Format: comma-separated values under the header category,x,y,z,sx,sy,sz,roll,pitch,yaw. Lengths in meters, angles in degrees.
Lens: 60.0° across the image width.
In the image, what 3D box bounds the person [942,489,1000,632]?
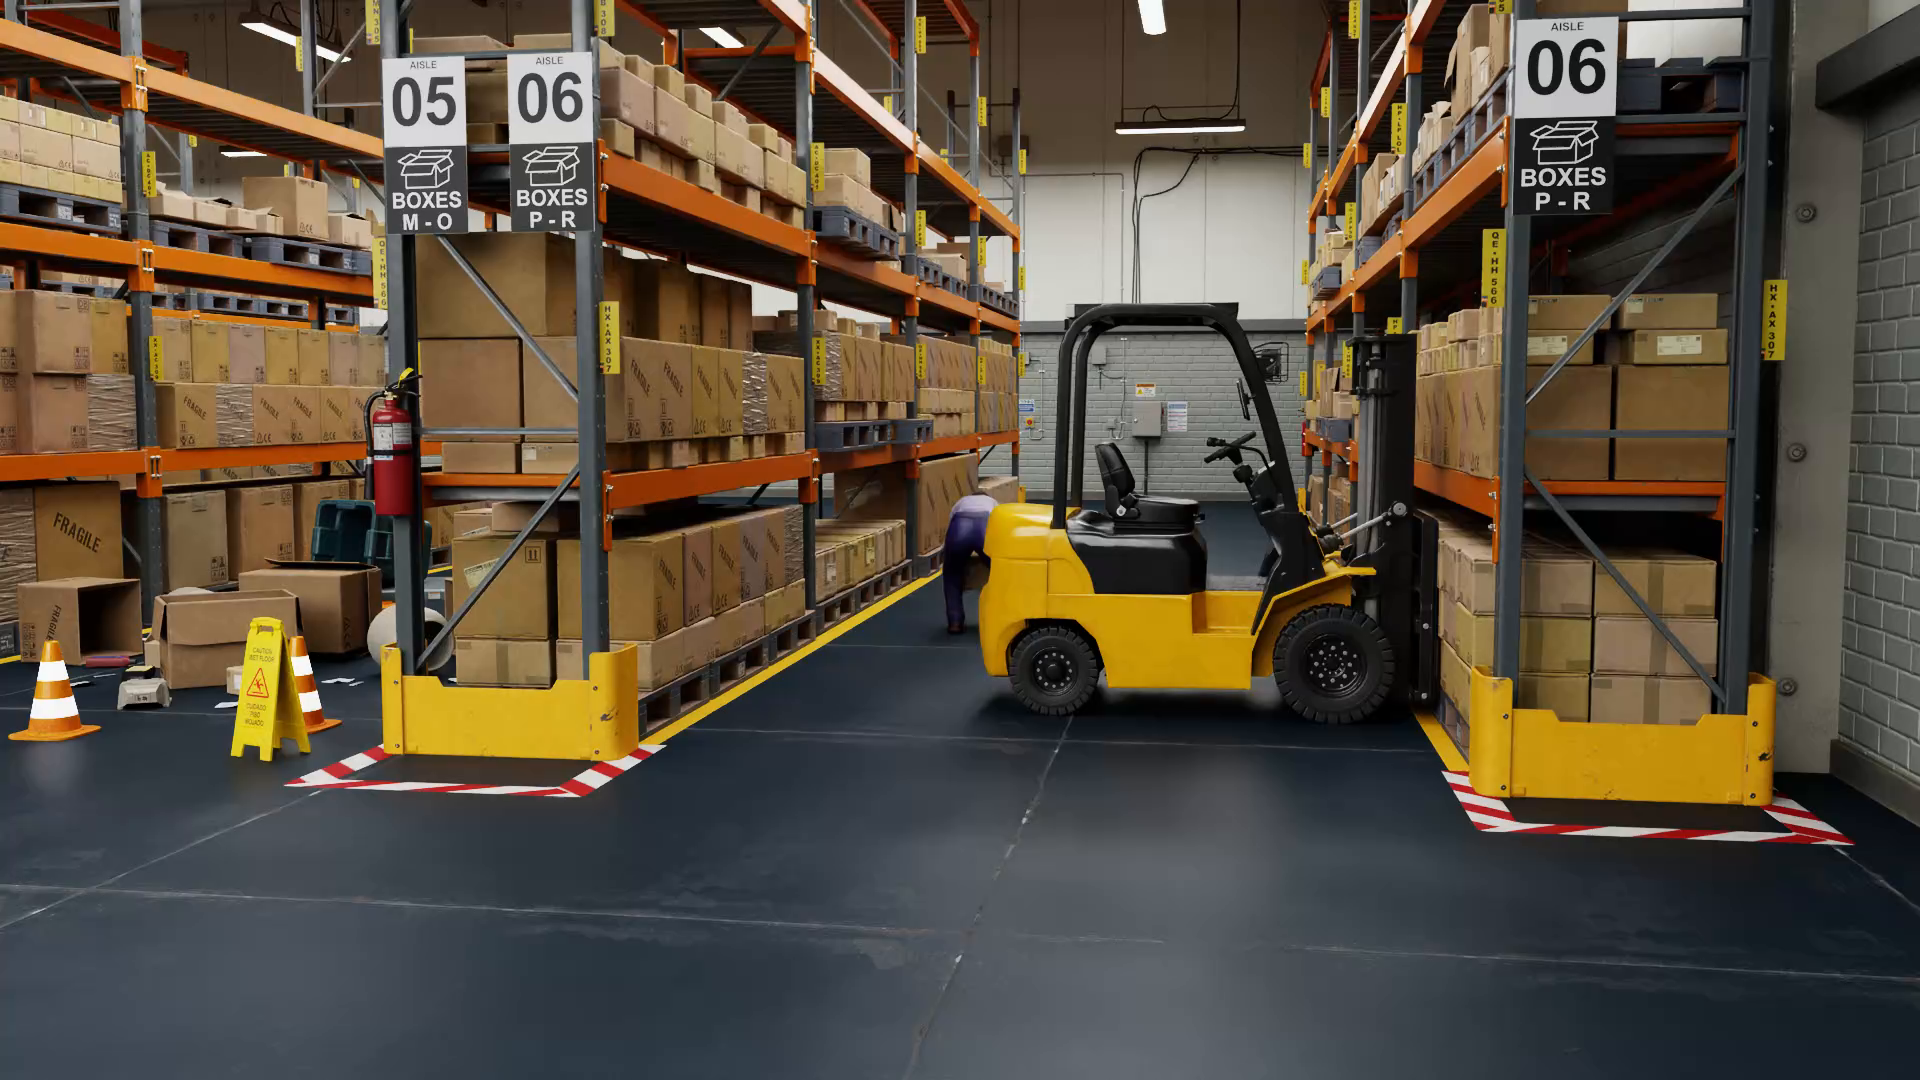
category,x,y,z,sx,sy,sz,roll,pitch,yaw
person,0.128,0.150,12.114,0.513,1.015,0.892,0,5,6
